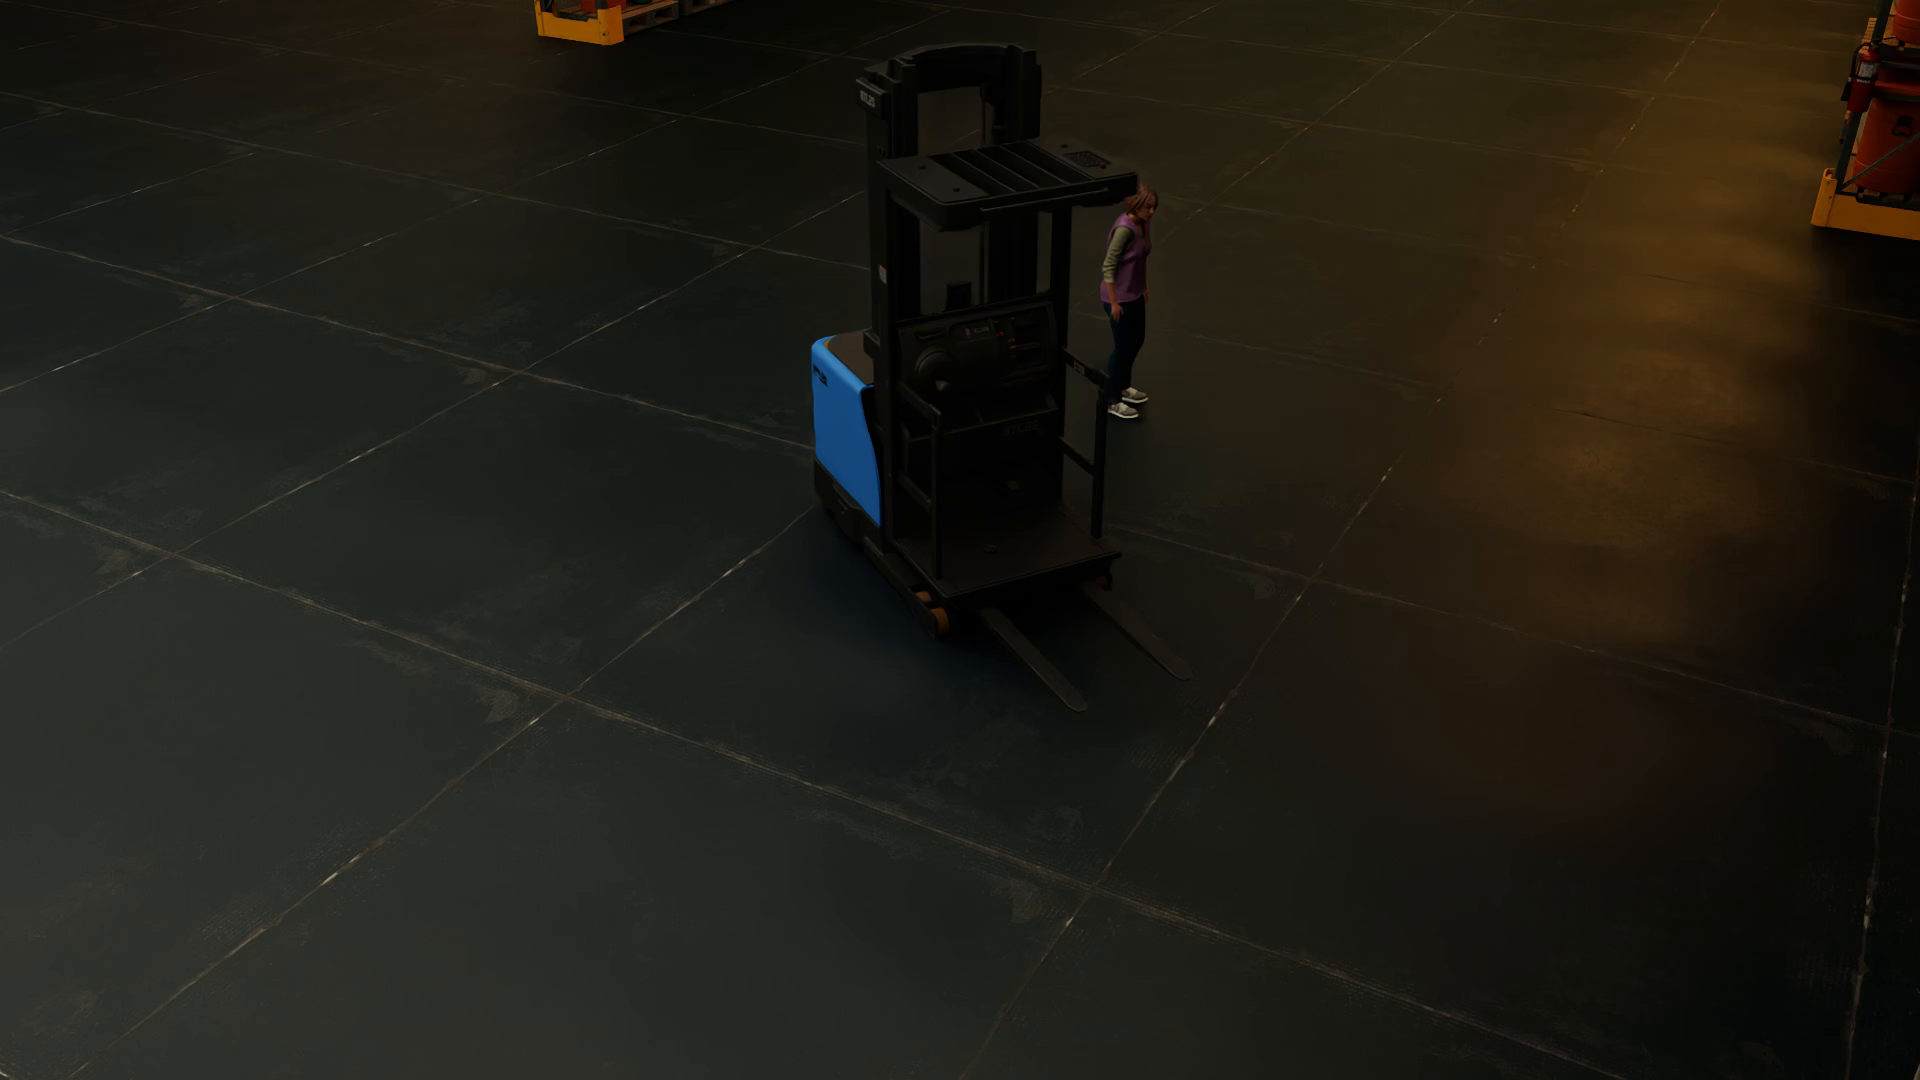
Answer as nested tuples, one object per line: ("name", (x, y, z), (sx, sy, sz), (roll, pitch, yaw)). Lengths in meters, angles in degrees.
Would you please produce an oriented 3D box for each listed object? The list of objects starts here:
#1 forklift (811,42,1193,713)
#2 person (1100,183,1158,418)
("forklift", (0.201, -0.988, 8.782), (1.130, 2.935, 3.031), (-14, 33, -23))
("person", (1.143, -1.633, 11.242), (0.367, 1.592, 0.514), (16, 34, 25))
